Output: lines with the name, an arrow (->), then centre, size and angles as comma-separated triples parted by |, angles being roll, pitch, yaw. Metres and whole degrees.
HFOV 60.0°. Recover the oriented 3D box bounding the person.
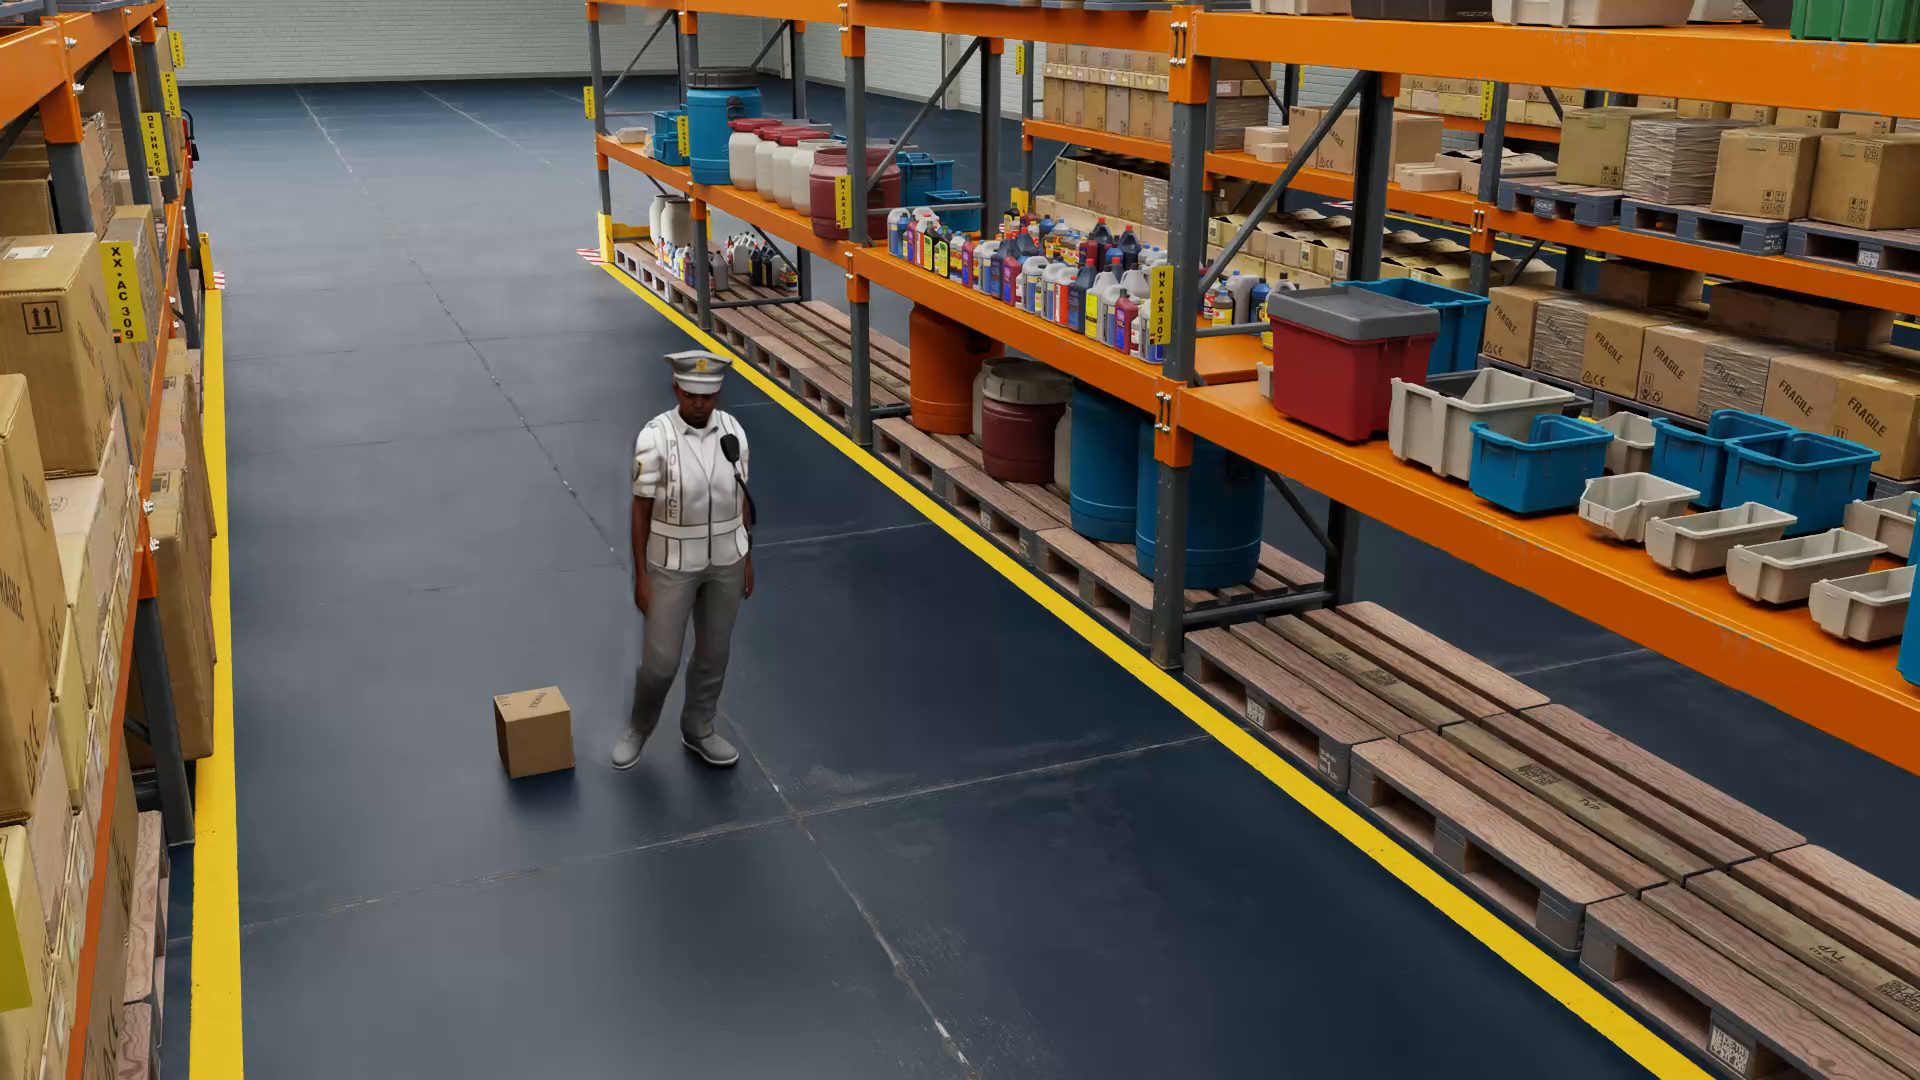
person -> -1.055, 0.095, 6.237 | 0.590, 1.660, 0.459 | -11, 22, -29
